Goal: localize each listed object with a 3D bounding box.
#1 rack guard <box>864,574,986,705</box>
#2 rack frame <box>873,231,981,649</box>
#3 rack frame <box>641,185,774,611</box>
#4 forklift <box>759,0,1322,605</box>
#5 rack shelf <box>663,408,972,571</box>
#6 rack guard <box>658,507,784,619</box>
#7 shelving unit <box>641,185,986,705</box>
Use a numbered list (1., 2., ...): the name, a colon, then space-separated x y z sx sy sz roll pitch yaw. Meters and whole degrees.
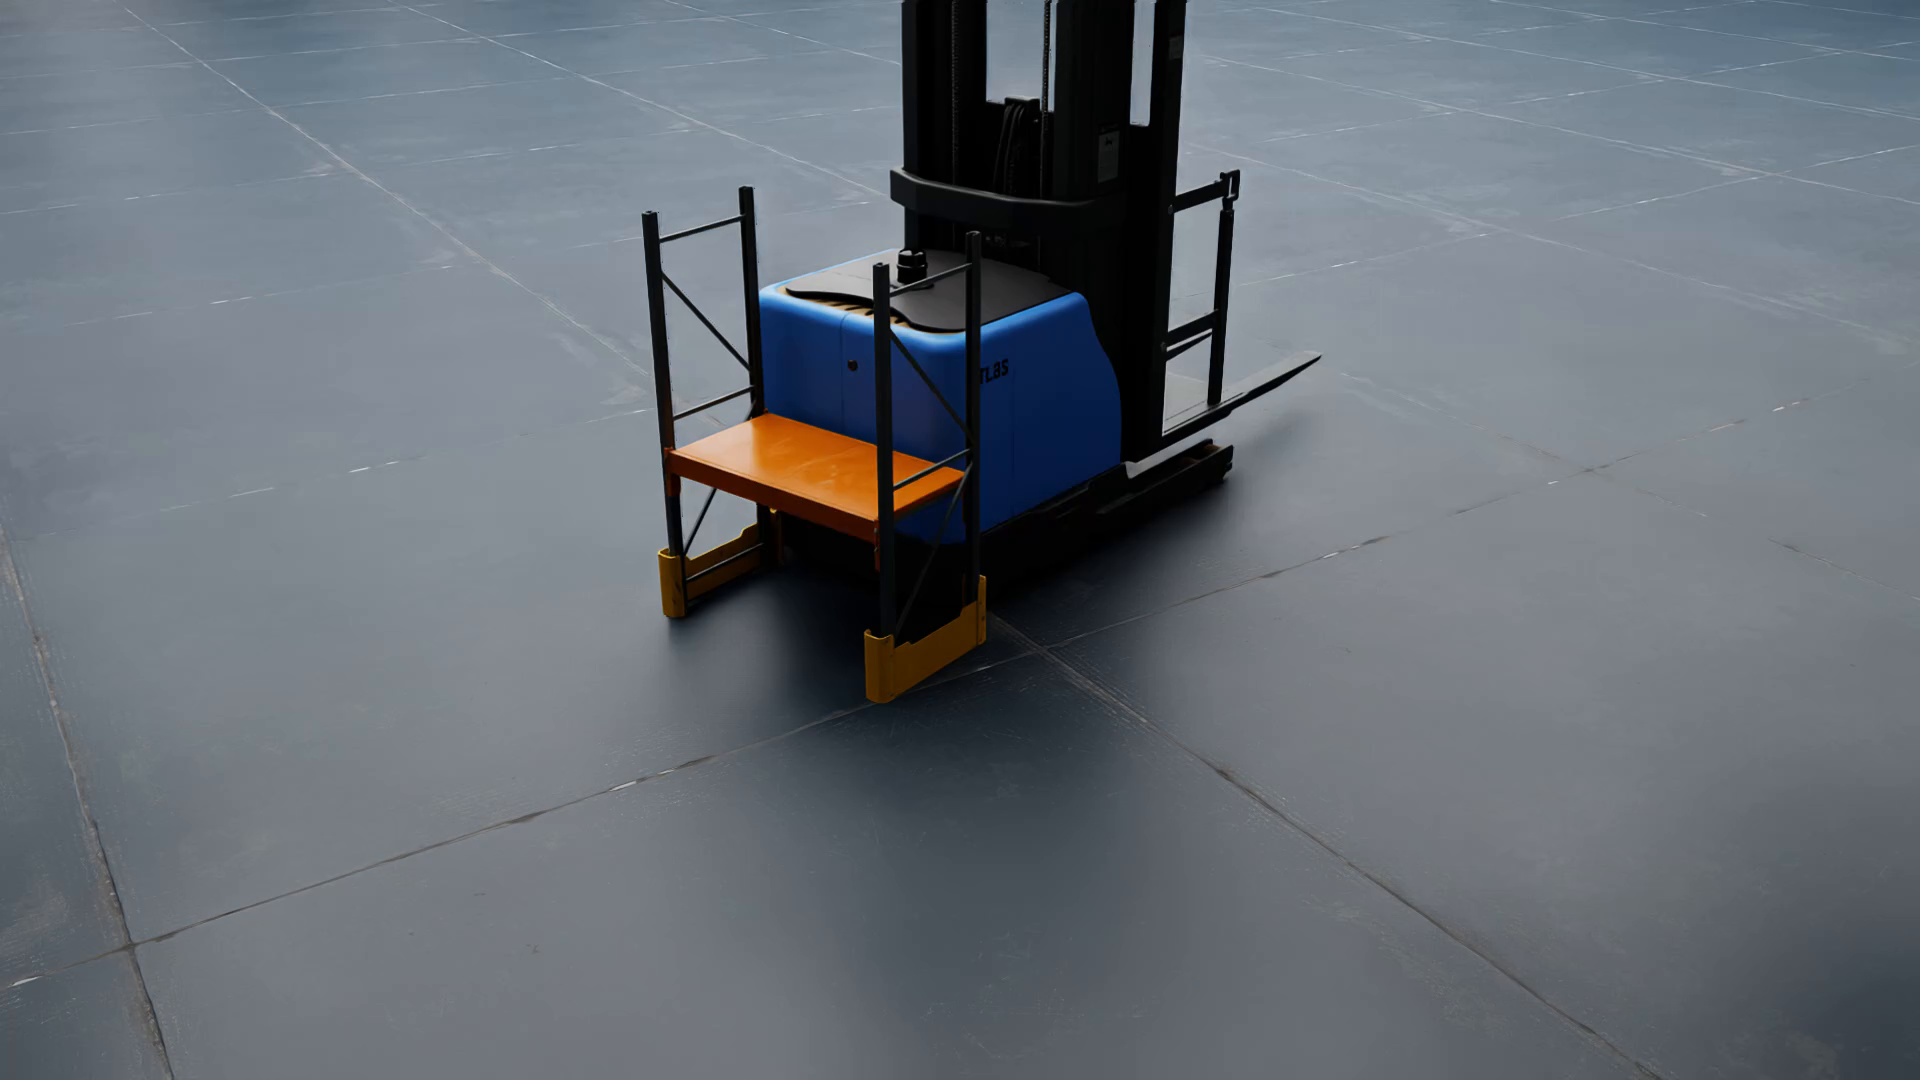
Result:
1. rack guard: -0.112 0.333 5.751 0.087 0.250 0.587 18 31 34
2. rack frame: -0.097 -0.227 5.473 0.032 1.500 0.500 18 31 34
3. rack frame: -0.898 -0.494 6.039 0.032 1.500 0.500 18 31 34
4. forklift: 0.545 -1.639 6.789 1.130 2.935 3.031 20 32 36
5. rack shelf: -0.498 -0.198 5.833 1.000 0.185 0.538 18 31 34
6. rack guard: -0.897 0.072 6.305 0.087 0.250 0.587 18 31 34
7. shelving unit: -0.505 -0.363 5.761 1.083 1.500 0.587 18 31 34
